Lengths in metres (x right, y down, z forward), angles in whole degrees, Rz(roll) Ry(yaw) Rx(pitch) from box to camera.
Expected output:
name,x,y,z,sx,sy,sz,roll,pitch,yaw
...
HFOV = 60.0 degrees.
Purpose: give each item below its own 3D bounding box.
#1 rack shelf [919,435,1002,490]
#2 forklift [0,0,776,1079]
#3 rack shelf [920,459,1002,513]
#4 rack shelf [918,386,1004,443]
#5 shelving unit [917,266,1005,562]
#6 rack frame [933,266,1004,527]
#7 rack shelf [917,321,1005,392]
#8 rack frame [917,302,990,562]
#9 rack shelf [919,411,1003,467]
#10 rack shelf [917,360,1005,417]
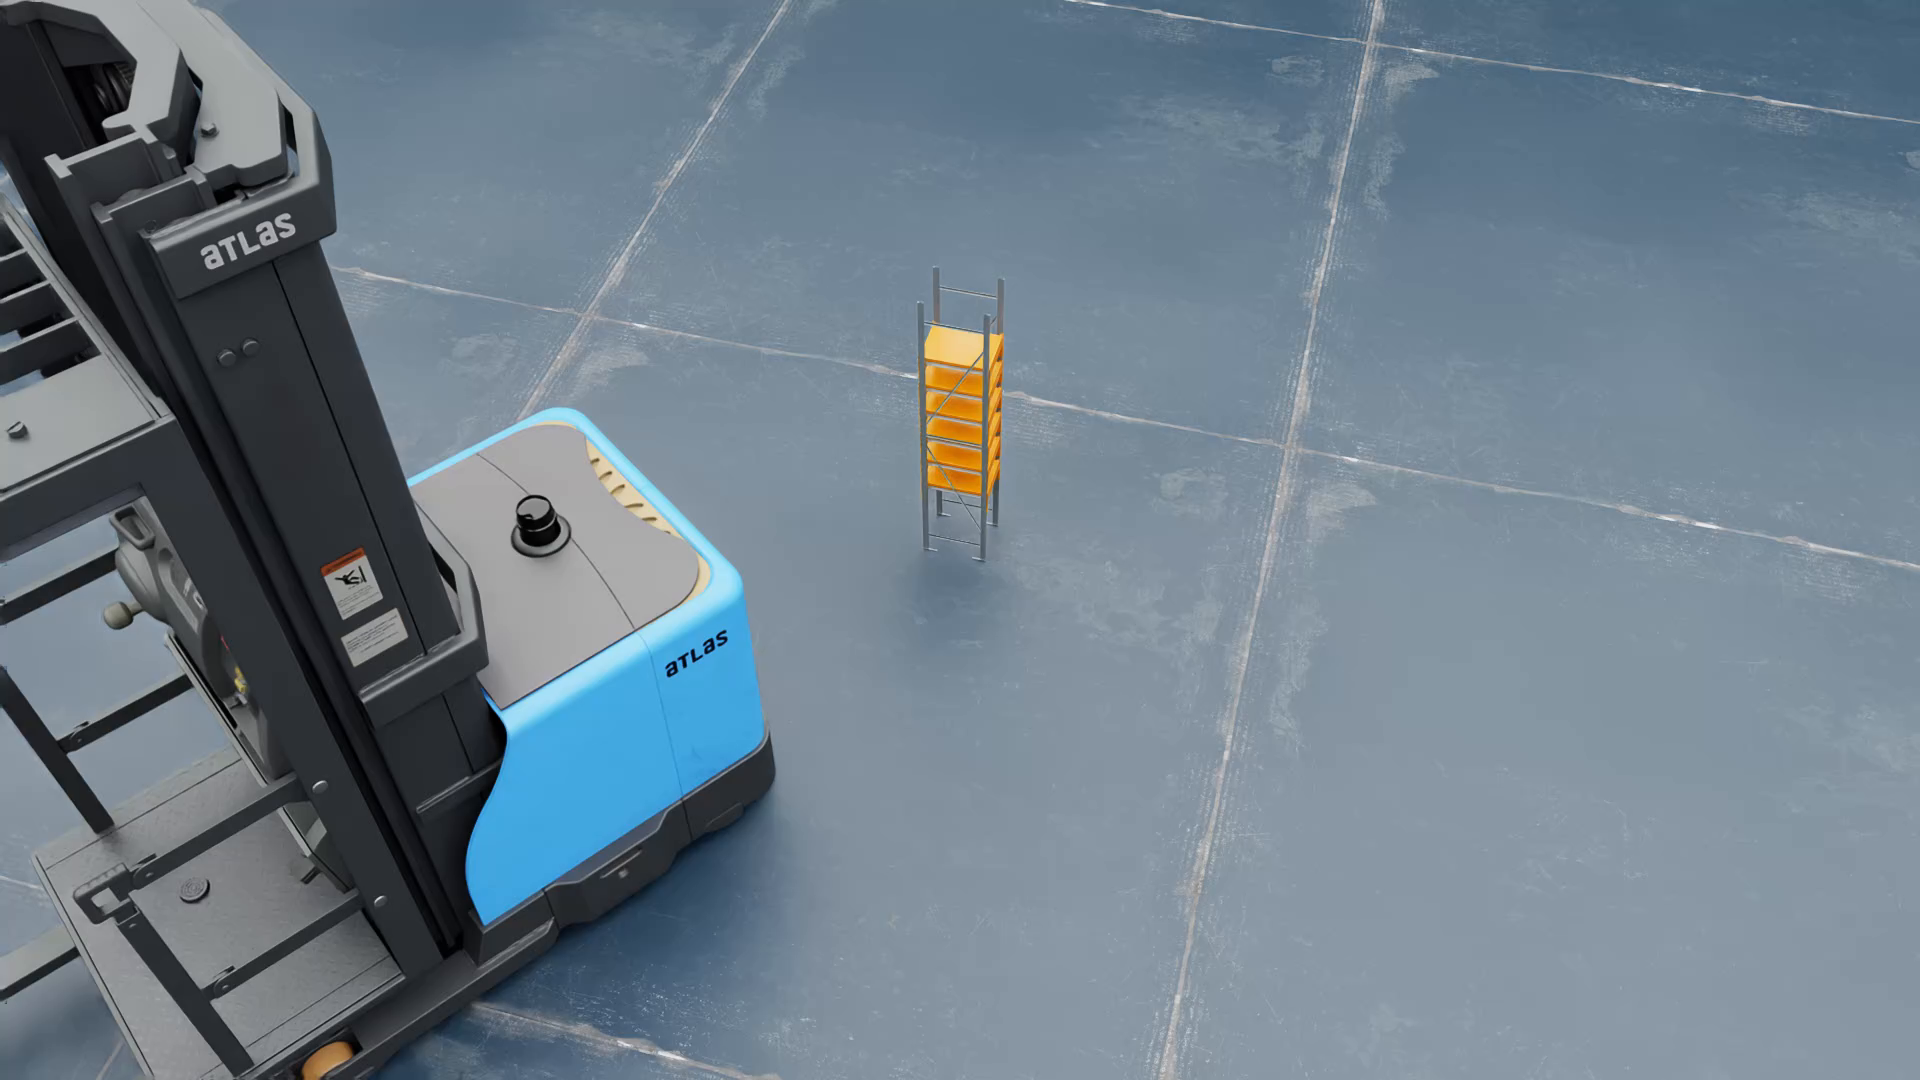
name,x,y,z,sx,sy,sz,roll,pitch,yaw
rack shelf,0.004,-0.299,5.933,0.258,0.103,0.180,12,50,10
forklift,-2.061,0.285,4.043,3.031,2.935,1.130,-32,56,-25
rack shelf,0.004,-0.219,6.023,0.258,0.103,0.180,12,50,10
rack shelf,0.004,-0.458,5.753,0.258,0.103,0.180,12,50,10
shelving unit,0.004,-0.407,5.809,0.258,1.200,0.189,12,50,10
rack frame,0.028,-0.474,5.868,0.240,1.200,0.006,12,50,10
rack shelf,0.004,-0.616,5.573,0.258,0.103,0.180,12,50,10
rack frame,-0.020,-0.341,5.751,0.240,1.200,0.006,12,50,10
rack shelf,0.004,-0.378,5.843,0.258,0.103,0.180,12,50,10
rack shelf,0.004,-0.537,5.663,0.258,0.103,0.180,12,50,10
